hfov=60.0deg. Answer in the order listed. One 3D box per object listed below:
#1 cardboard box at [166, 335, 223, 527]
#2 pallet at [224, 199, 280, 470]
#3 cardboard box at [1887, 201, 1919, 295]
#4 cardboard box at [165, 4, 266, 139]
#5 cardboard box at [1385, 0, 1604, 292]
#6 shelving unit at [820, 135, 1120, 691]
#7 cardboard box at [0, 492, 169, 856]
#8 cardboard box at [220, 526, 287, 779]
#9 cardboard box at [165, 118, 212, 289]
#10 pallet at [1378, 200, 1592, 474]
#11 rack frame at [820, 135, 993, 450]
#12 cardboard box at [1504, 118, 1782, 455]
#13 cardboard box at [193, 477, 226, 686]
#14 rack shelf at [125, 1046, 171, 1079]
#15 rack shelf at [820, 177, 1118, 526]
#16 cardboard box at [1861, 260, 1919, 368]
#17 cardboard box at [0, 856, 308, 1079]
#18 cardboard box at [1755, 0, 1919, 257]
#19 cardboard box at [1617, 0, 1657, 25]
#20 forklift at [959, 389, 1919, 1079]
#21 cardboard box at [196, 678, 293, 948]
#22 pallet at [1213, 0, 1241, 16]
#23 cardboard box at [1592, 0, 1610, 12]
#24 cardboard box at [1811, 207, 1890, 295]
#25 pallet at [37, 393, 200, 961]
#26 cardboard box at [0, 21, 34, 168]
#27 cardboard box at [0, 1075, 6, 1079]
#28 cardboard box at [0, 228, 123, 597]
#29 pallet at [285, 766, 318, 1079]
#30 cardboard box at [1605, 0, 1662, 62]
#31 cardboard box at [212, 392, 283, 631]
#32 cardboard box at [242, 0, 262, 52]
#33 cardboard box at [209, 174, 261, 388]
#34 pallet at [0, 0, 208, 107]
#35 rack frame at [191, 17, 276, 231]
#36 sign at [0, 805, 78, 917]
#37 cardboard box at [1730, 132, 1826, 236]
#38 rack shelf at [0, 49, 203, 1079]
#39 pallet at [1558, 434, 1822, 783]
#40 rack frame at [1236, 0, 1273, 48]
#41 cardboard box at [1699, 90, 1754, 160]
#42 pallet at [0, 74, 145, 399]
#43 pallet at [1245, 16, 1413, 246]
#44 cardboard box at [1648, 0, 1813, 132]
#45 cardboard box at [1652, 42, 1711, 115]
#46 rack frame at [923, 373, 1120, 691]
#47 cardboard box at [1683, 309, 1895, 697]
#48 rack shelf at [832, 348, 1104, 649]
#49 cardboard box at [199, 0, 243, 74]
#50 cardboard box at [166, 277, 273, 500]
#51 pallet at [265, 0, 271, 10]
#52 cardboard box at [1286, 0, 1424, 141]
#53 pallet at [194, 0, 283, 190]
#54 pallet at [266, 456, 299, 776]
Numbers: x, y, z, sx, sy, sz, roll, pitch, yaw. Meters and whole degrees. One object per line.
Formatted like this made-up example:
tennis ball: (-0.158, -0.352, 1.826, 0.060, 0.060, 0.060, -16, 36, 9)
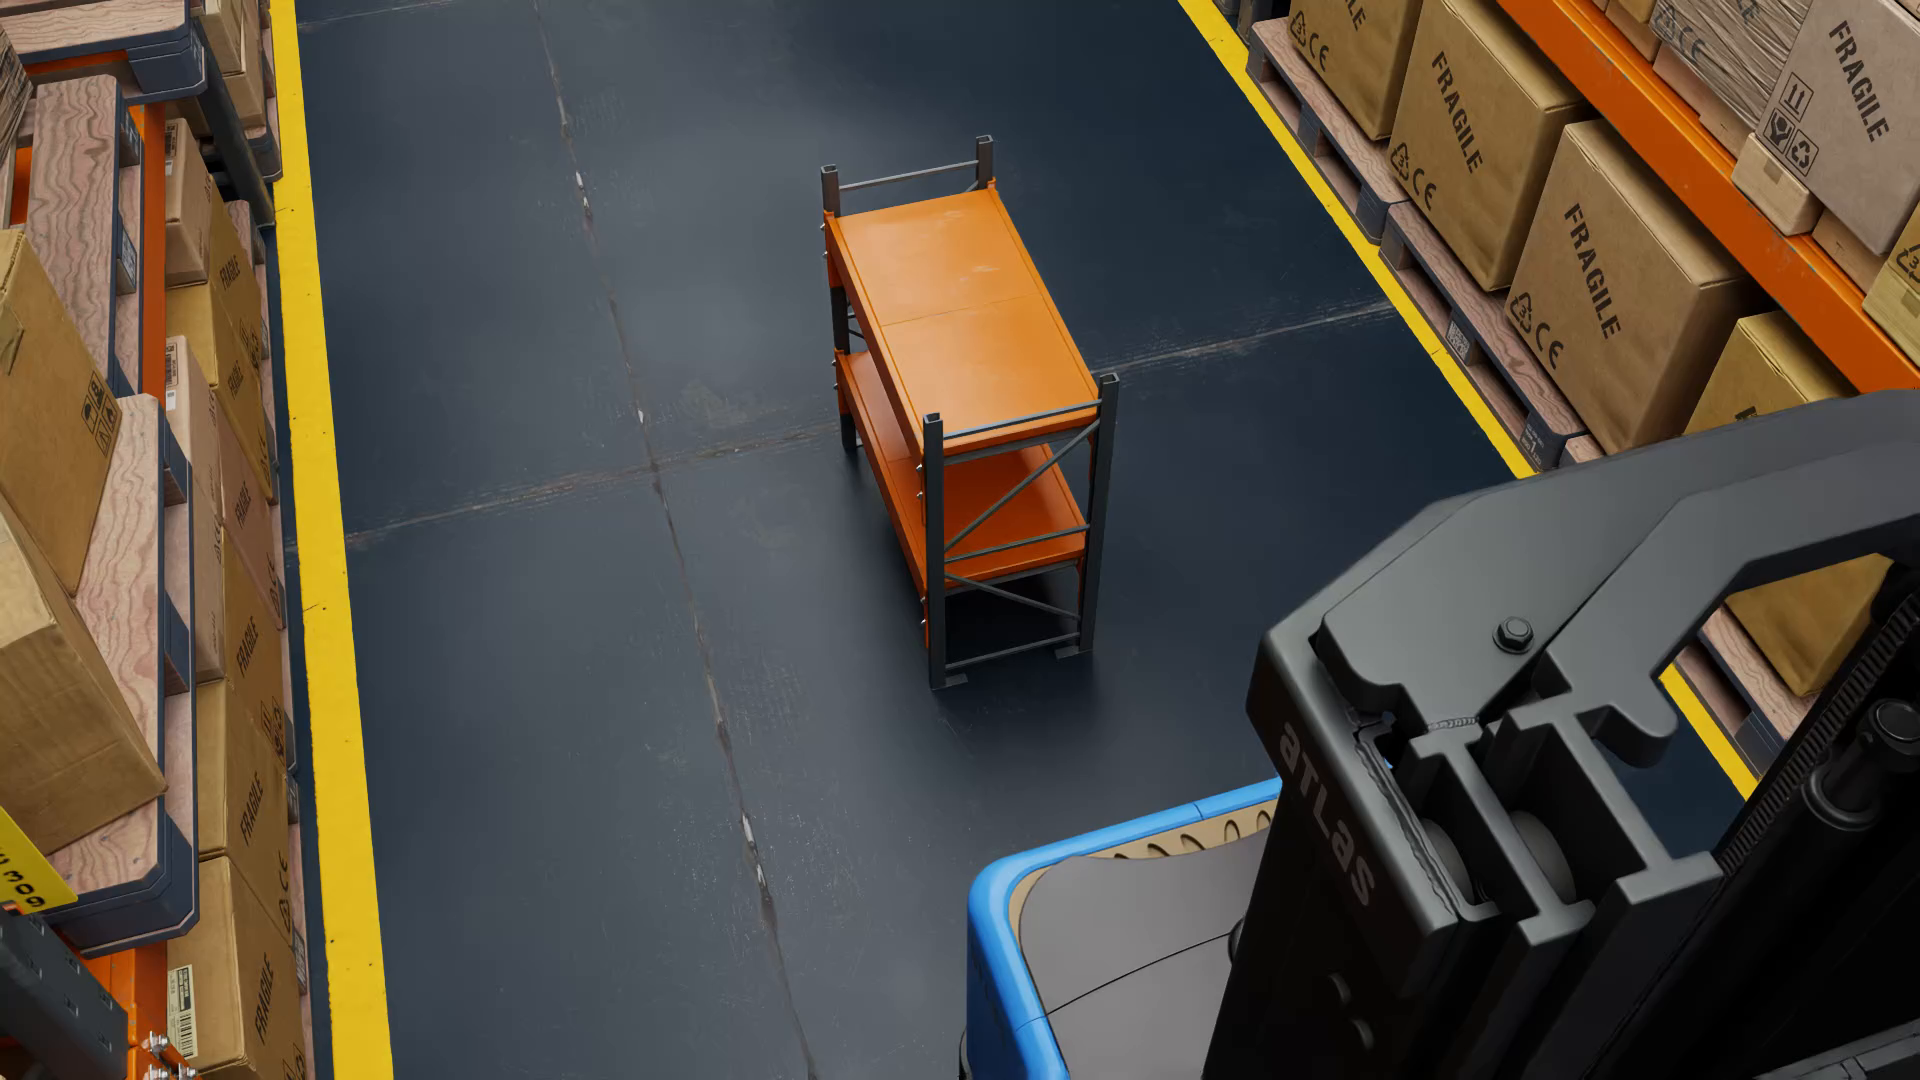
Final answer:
cardboard box: (-2.234, -0.232, 4.341, 0.500, 0.250, 0.500, -14, 51, -12)
pallet: (-2.878, -0.618, 5.633, 1.003, 0.211, 1.213, -13, 51, -11)
cardboard box: (2.474, -0.687, 3.594, 0.500, 0.500, 0.500, -14, 51, -12)
cardboard box: (-2.937, -1.769, 6.303, 0.500, 0.250, 0.500, -13, 51, -11)
cardboard box: (2.014, -1.428, 5.624, 0.750, 0.750, 0.750, -14, 51, -11)
shelving unit: (0.002, -0.358, 4.816, 0.538, 1.125, 1.048, -13, 51, -11)
cardboard box: (-1.806, 0.286, 2.707, 0.700, 0.500, 0.500, -30, 56, -23)
cardboard box: (-2.099, 0.352, 4.338, 0.500, 0.500, 0.500, -13, 51, -11)
cardboard box: (-2.541, -0.979, 4.970, 0.500, 0.250, 0.500, -12, 51, -10)
pallet: (2.187, -0.813, 5.797, 1.003, 0.211, 1.213, -13, 51, -11)
rack frame: (-0.148, -0.729, 5.129, 0.500, 1.125, 0.032, -13, 51, -11)
cardboard box: (2.270, -0.809, 5.101, 0.750, 0.750, 0.750, -12, 51, -10)
cardboard box: (-2.085, 0.134, 4.032, 0.500, 0.250, 0.500, -13, 51, -11)
rack shelf: (-1.288, 2.543, 1.615, 1.077, 0.370, 4.000, -13, 51, -11)
rack shelf: (0.002, -0.546, 4.592, 0.538, 0.278, 1.000, -13, 51, -11)
cardboard box: (2.384, -0.560, 3.911, 0.380, 0.149, 0.250, -12, 51, -10)
cardboard box: (-1.790, 1.106, 3.703, 0.500, 0.500, 0.500, -15, 52, -13)
cardboard box: (2.314, -1.057, 3.906, 0.500, 0.500, 0.500, -13, 51, -11)
cardboard box: (2.021, -1.790, 4.524, 0.500, 0.500, 0.500, -12, 51, -10)
forklift: (0.942, 1.358, 2.188, 1.130, 2.935, 3.031, -14, 51, -12)
cardboard box: (-1.958, 0.719, 4.029, 0.500, 0.500, 0.500, -13, 51, -10)
pallet: (1.439, -2.866, 7.528, 1.003, 0.211, 1.213, -13, 51, -11)
cardboard box: (2.009, -1.709, 4.880, 0.380, 0.149, 0.250, -13, 51, -11)
cardboard box: (2.351, -0.759, 4.079, 0.380, 0.149, 0.250, -12, 51, -10)
pallet: (-2.011, 0.304, 3.157, 1.003, 0.211, 1.213, -13, 51, -11)
cardboard box: (-2.680, -1.093, 3.869, 0.700, 0.500, 0.500, -5, 50, -4)
cardboard box: (-1.486, 1.125, 2.274, 0.500, 0.500, 0.500, -13, 51, -10)
cardboard box: (-2.070, -0.202, 3.118, 0.700, 0.500, 0.500, -6, 50, -5)
pallet: (-2.156, 1.164, 4.131, 1.003, 0.211, 1.213, -13, 51, -11)
cardboard box: (2.080, -1.515, 4.717, 0.380, 0.149, 0.250, -12, 51, -10)
cardboard box: (-2.248, -0.017, 4.650, 0.500, 0.500, 0.500, -15, 52, -12)
cardboard box: (-3.086, -2.136, 6.613, 0.500, 0.250, 0.500, -15, 51, -12)
cardboard box: (-2.561, -0.777, 5.290, 0.500, 0.500, 0.500, -12, 51, -10)
pallet: (-2.795, -1.530, 4.703, 1.213, 0.211, 1.003, -13, 51, -11)
rack frame: (-3.062, -2.071, 5.034, 1.000, 3.000, 0.127, -13, 51, -11)
sign: (-1.363, 0.443, 2.348, 0.100, 0.325, 0.005, -13, 51, -11)
cardboard box: (2.216, -0.939, 4.231, 0.380, 0.149, 0.250, -13, 51, -11)
rack shelf: (-2.471, -0.378, 4.078, 1.077, 0.370, 4.000, -13, 51, -11)
pallet: (2.552, 0.080, 5.045, 1.003, 0.211, 1.213, -13, 51, -11)
rack frame: (1.669, -3.194, 5.981, 1.000, 3.000, 0.127, -13, 51, -11)
cardboard box: (2.207, -1.132, 4.394, 0.380, 0.149, 0.250, -13, 51, -11)
pallet: (-2.483, -0.590, 3.911, 1.003, 0.211, 1.213, -13, 51, -11)
pallet: (1.830, -1.702, 6.547, 1.003, 0.211, 1.213, -13, 51, -11)
cardboard box: (2.174, -1.426, 4.217, 0.500, 0.500, 0.500, -13, 51, -11)
cardboard box: (2.147, -1.318, 4.551, 0.380, 0.149, 0.250, -15, 51, -12)
rack frame: (0.152, 0.014, 4.503, 0.500, 1.125, 0.032, -13, 51, -11)
cardboard box: (2.535, -0.160, 4.554, 0.750, 0.750, 0.750, -13, 51, -11)
rack shelf: (0.002, -0.200, 5.003, 0.538, 0.278, 1.000, -13, 51, -11)
cardboard box: (-2.937, -1.950, 6.089, 0.500, 0.311, 0.500, -12, 51, -10)
cardboard box: (-2.409, -0.399, 4.972, 0.500, 0.500, 0.500, -15, 51, -12)
pallet: (-3.626, -2.672, 7.364, 1.003, 0.211, 1.213, -13, 51, -11)
cardboard box: (1.761, -2.069, 6.164, 0.750, 0.750, 0.750, -14, 51, -11)
pallet: (-3.268, -1.782, 6.614, 1.003, 0.211, 1.213, -13, 51, -11)
pallet: (-2.520, 0.271, 4.883, 1.003, 0.211, 1.213, -13, 51, -11)
